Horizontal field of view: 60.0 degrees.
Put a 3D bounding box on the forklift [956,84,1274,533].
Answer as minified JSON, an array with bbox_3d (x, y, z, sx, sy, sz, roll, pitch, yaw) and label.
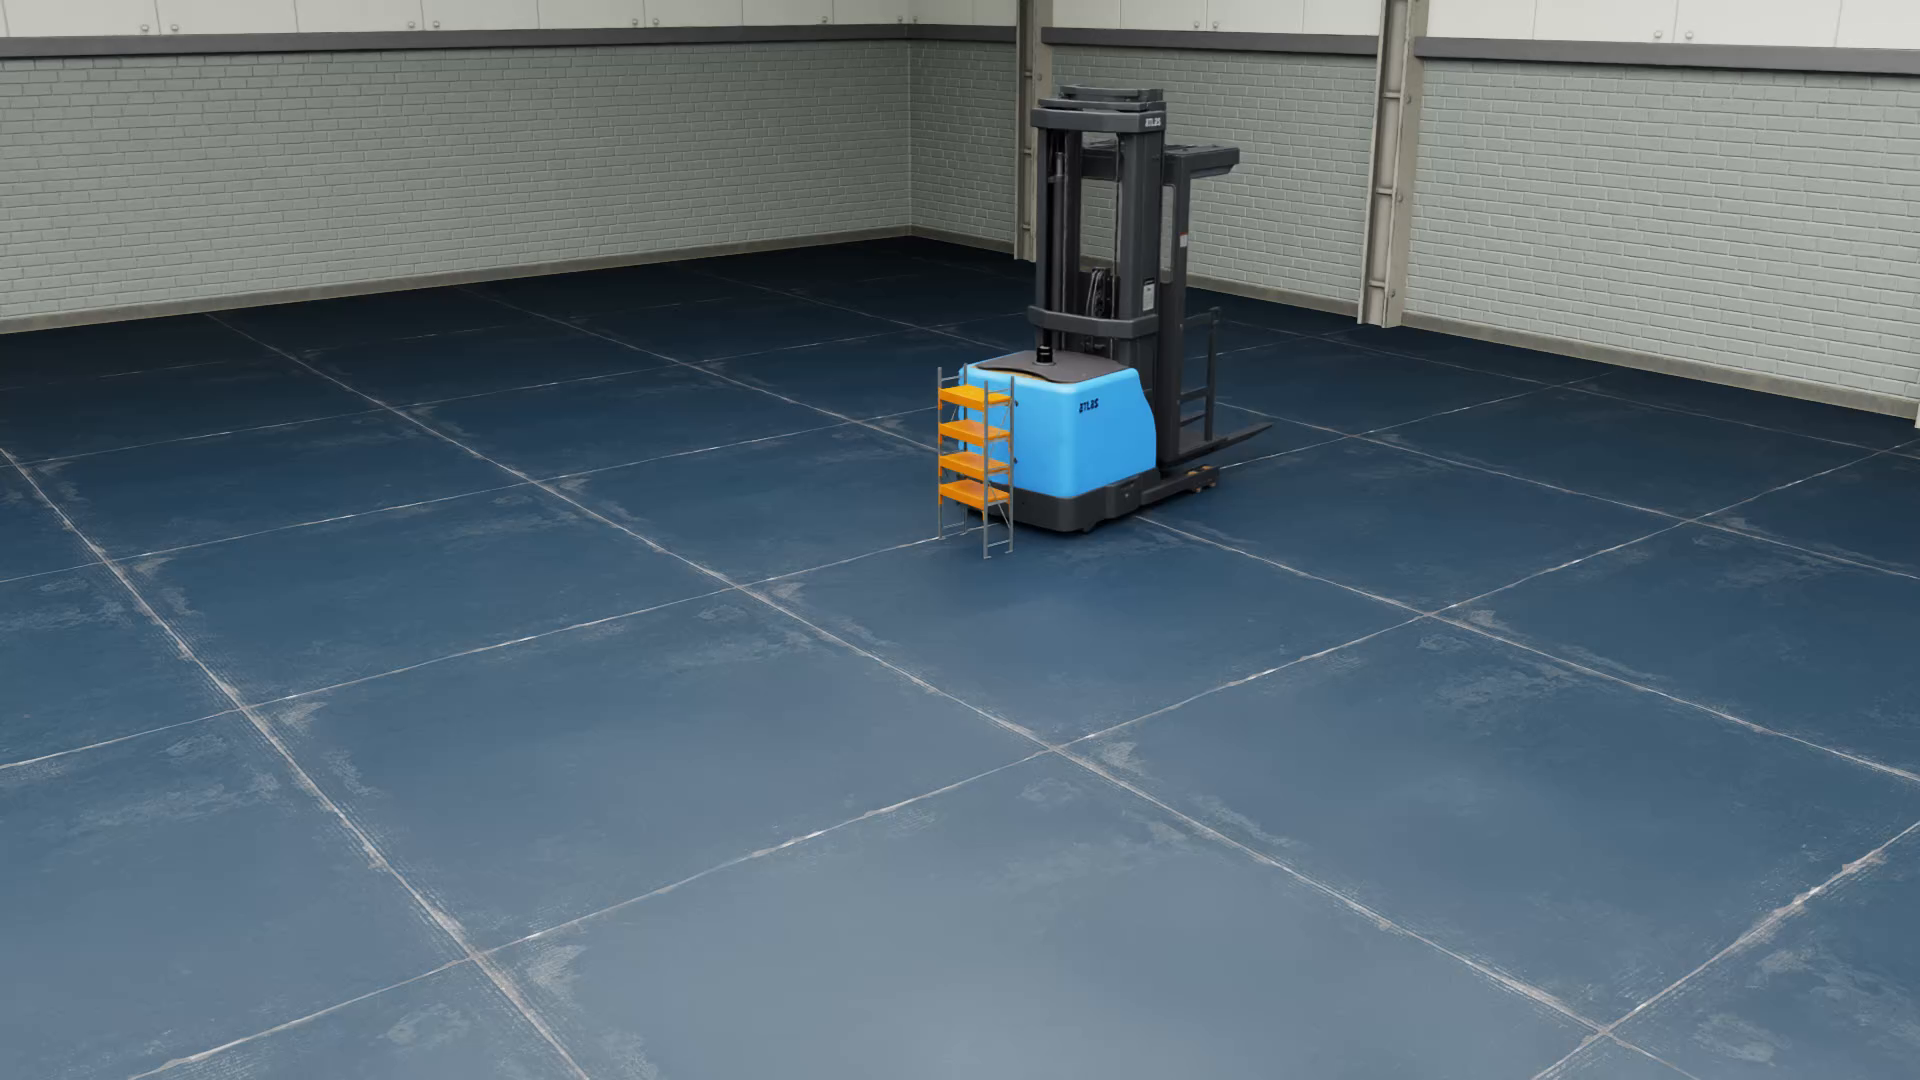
[{"bbox_3d":[1.313,-1.833,12.235,1.130,2.935,3.031,15,24,38],"label":"forklift"}]

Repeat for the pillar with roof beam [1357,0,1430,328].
[{"bbox_3d":[1.344,-5.862,14.749,9.100,9.000,0.400,-14,23,-36],"label":"pillar with roof beam"}]

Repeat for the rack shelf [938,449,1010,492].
[{"bbox_3d":[0.103,-0.465,11.072,0.258,0.148,0.480,-14,23,-36],"label":"rack shelf"}]

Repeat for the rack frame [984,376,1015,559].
[{"bbox_3d":[0.254,-0.469,10.869,0.240,1.200,0.015,-14,23,-36],"label":"rack frame"}]

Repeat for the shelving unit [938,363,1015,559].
[{"bbox_3d":[0.103,-0.529,11.051,0.258,1.200,0.503,-14,23,-36],"label":"shelving unit"}]

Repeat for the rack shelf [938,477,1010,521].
[{"bbox_3d":[0.103,-0.276,11.134,0.258,0.148,0.480,-14,23,-36],"label":"rack shelf"}]

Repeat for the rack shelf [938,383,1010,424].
[{"bbox_3d":[0.103,-0.902,10.927,0.258,0.148,0.480,-14,23,-36],"label":"rack shelf"}]

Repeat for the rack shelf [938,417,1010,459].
[{"bbox_3d":[0.103,-0.677,11.002,0.258,0.148,0.480,-14,23,-36],"label":"rack shelf"}]

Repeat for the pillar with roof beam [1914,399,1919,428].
[{"bbox_3d":[5.070,-4.383,10.284,9.100,9.000,0.400,-14,23,-36],"label":"pillar with roof beam"}]

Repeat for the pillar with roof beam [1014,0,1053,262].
[{"bbox_3d":[-2.381,-7.340,19.214,9.100,9.000,0.400,-14,23,-36],"label":"pillar with roof beam"}]

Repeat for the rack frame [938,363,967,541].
[{"bbox_3d":[-0.049,-0.589,11.232,0.240,1.200,0.015,-14,23,-36],"label":"rack frame"}]
